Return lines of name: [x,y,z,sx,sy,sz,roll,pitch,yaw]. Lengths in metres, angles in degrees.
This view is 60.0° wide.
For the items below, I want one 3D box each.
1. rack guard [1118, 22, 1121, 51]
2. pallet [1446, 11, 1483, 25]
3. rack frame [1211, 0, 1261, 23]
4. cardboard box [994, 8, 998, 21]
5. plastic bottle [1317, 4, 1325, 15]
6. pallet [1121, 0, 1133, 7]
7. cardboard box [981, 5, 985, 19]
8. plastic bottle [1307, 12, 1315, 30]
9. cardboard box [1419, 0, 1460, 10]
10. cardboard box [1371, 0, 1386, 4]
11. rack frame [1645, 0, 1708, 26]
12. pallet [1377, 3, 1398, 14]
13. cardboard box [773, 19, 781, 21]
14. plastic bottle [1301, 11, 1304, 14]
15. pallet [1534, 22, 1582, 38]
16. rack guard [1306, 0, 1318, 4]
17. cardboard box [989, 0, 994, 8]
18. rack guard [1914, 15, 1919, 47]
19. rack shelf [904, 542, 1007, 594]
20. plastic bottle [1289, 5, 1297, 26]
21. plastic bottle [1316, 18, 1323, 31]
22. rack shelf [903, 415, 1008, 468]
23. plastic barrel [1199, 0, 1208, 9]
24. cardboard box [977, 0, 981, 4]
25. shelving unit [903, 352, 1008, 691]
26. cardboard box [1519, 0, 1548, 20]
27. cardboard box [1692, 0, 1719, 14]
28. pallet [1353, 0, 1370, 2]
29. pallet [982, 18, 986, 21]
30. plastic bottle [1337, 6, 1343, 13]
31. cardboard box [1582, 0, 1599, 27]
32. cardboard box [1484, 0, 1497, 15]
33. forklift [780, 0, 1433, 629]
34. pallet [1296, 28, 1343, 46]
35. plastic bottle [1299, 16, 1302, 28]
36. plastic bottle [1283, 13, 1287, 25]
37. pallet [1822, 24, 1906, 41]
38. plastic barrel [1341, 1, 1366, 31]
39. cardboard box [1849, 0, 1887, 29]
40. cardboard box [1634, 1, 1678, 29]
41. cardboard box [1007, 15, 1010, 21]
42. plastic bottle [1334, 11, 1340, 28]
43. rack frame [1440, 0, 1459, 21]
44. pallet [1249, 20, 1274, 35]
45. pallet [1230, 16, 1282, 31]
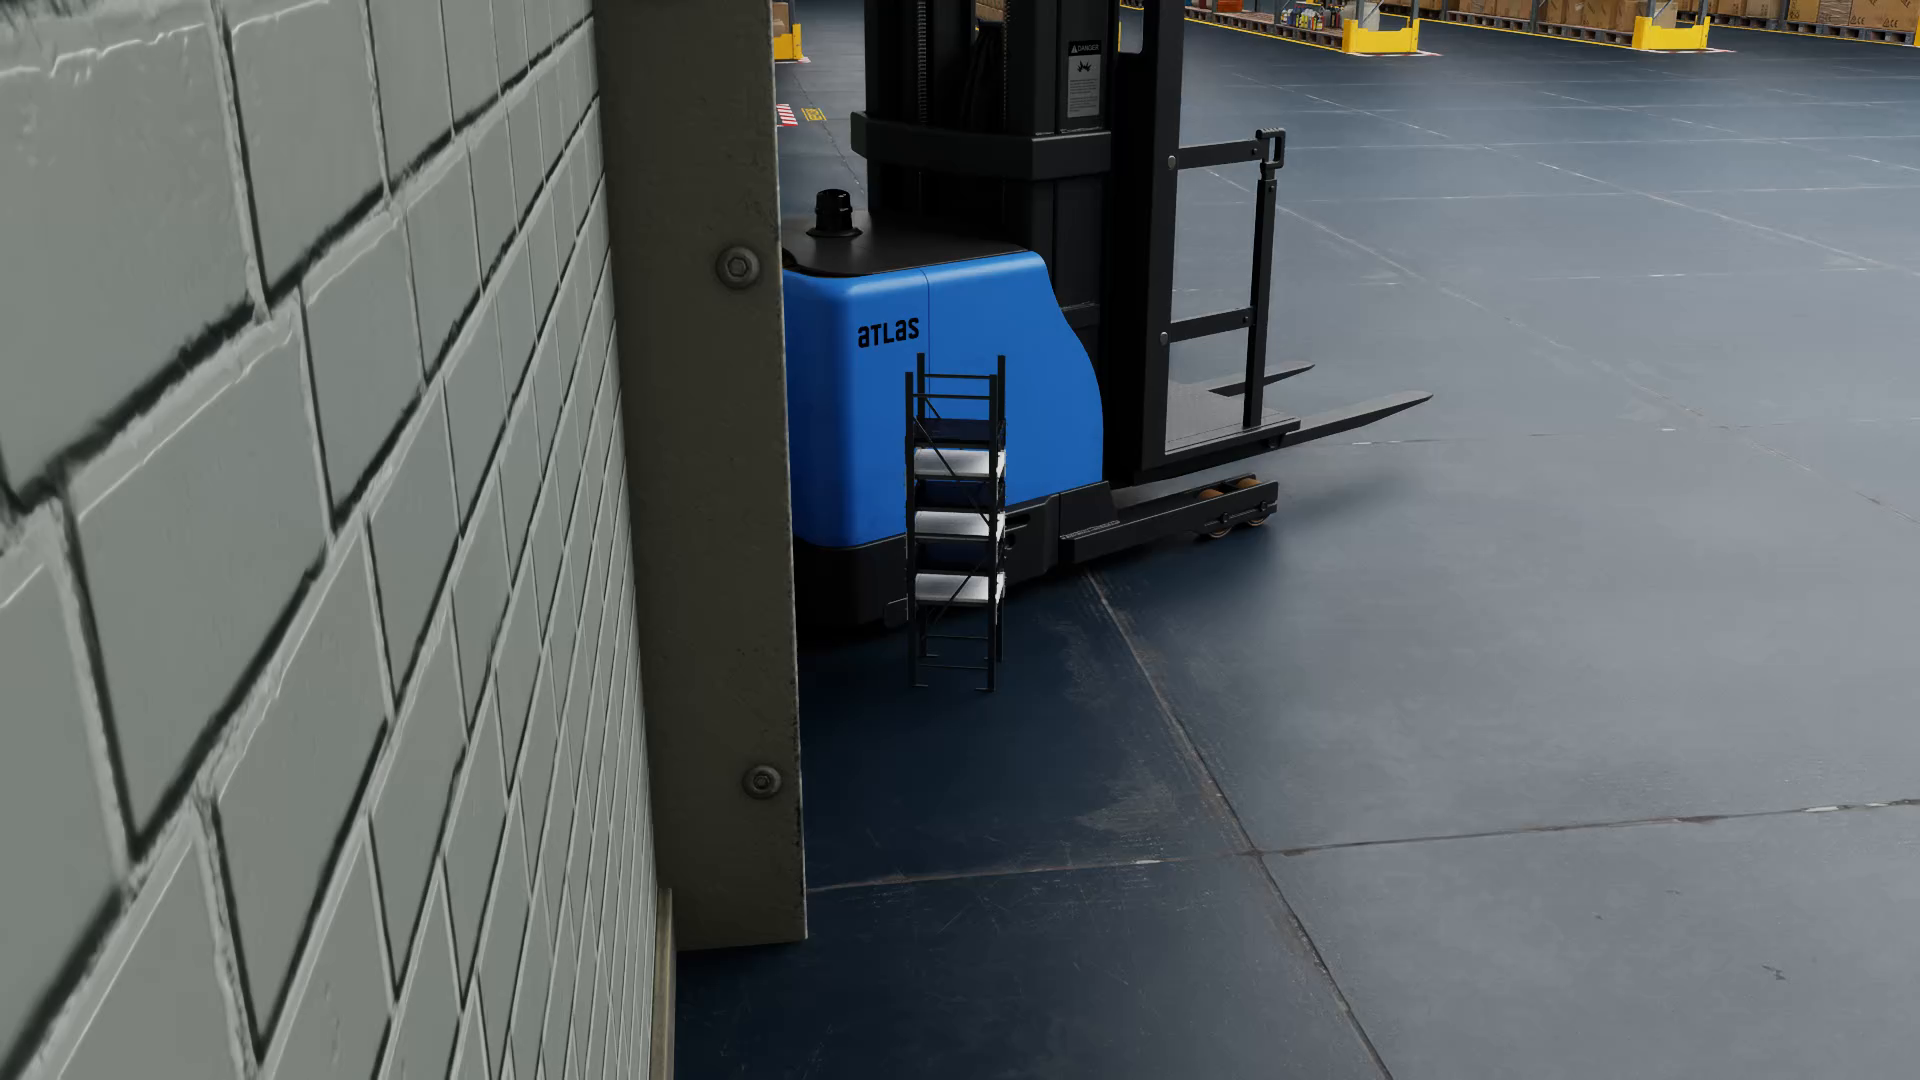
rack guard: [1.902,-7.812,25.919,1.175,0.500,0.348,-3,21,-8]
pallet: [10.660,-10.683,34.017,1.003,0.211,1.213,-3,21,-8]
rack frame: [5.647,-12.010,33.585,1.000,3.000,0.127,-3,21,-8]
cardboard box: [0.904,-9.589,30.434,0.500,0.250,0.500,-3,21,-9]
plastic bottle: [6.459,-9.375,29.686,0.144,0.351,0.185,-3,21,-8]
pallet: [4.574,-13.186,40.719,1.003,0.211,1.213,-3,21,-8]
cardboard box: [0.684,-10.120,31.855,0.500,0.250,0.500,-3,21,-9]
plastic bottle: [6.073,-8.921,28.578,0.152,0.276,0.135,-3,21,-9]
cardboard box: [10.470,-11.701,35.195,1.225,0.875,0.875,-4,21,-10]
cardboard box: [10.084,-12.626,37.670,1.225,0.875,0.875,-3,21,-8]
rack frame: [11.702,-9.490,26.838,1.000,3.000,0.127,-3,21,-8]
pallet: [10.158,-12.075,37.745,1.003,0.211,1.213,-3,21,-8]
cardboard box: [-3.096,-8.129,26.407,0.500,0.311,0.500,-1,21,-3]
plastic bottle: [6.015,-9.138,29.167,0.097,0.271,0.097,0,20,0]
pallet: [11.257,-9.338,30.416,1.003,0.211,1.213,-3,21,-8]
rack guard: [9.392,-13.867,42.130,1.175,0.500,0.348,-3,21,-8]
cardboard box: [0.829,-10.026,30.802,0.500,0.311,0.500,-3,21,-8]
rack guard: [16.628,-8.526,27.829,1.175,0.500,0.348,-3,21,-8]
rack shelf: [-0.010,0.071,4.593,0.258,0.077,0.200,3,21,7]
plastic bottle: [5.930,-9.290,29.459,0.144,0.351,0.185,-2,21,-6]
plastic bottle: [6.102,-8.749,28.225,0.097,0.201,0.097,0,20,0]
rack shelf: [-0.010,-0.266,4.467,0.258,0.077,0.200,3,21,7]
plastic barrel: [5.397,-11.637,35.432,0.600,0.588,0.708,-3,21,-8]
cardboard box: [0.614,-10.555,32.218,0.500,0.311,0.500,-3,21,-9]
shelving unit: [-0.010,-0.045,4.550,0.258,0.900,0.210,3,21,7]
cardboard box: [11.058,-10.124,31.478,0.700,0.500,0.500,-5,21,-12]
cardboard box: [15.599,-11.100,33.763,1.050,0.750,0.750,-3,21,-7]
pallet: [9.940,-12.606,39.165,1.003,0.211,1.213,-3,21,-8]
pallet: [0.998,-9.747,31.511,1.003,0.211,1.213,-3,21,-8]
plastic bottle: [6.676,-9.204,29.228,0.144,0.351,0.185,-3,21,-8]
cardboard box: [11.400,-9.351,29.439,0.500,0.500,0.500,-5,21,-13]
cardboard box: [10.846,-10.677,32.959,0.700,0.500,0.500,-1,21,-3]
forklift: [0.495,-1.509,5.568,3.031,2.935,1.130,-15,25,-35]
pallet: [6.458,-8.661,28.603,1.003,0.211,1.213,-3,21,-8]
plastic bottle: [5.974,-9.055,29.045,0.097,0.201,0.097,0,20,0]
plastic bottle: [5.851,-9.353,29.841,0.097,0.201,0.097,0,20,0]
pallet: [16.259,-9.093,29.761,1.003,0.211,1.213,-3,21,-8]
plastic barrel: [6.558,-8.669,27.595,0.421,0.512,0.421,0,20,0]
cardboard box: [16.332,-9.443,29.147,0.875,0.875,0.875,-3,21,-9]
cardboard box: [11.628,-8.733,27.783,0.500,0.500,0.500,1,20,2]
cardboard box: [1.088,-9.109,29.148,0.500,0.250,0.500,-3,21,-8]
plastic bottle: [6.590,-9.110,29.074,0.061,0.283,0.133,-3,21,-8]
rack frame: [10.548,-12.260,34.254,1.000,3.000,0.127,-3,21,-8]
pallet: [6.072,-9.589,31.088,1.003,0.211,1.213,-3,21,-8]
pallet: [5.893,-10.012,32.221,1.003,0.211,1.213,-3,21,-8]
